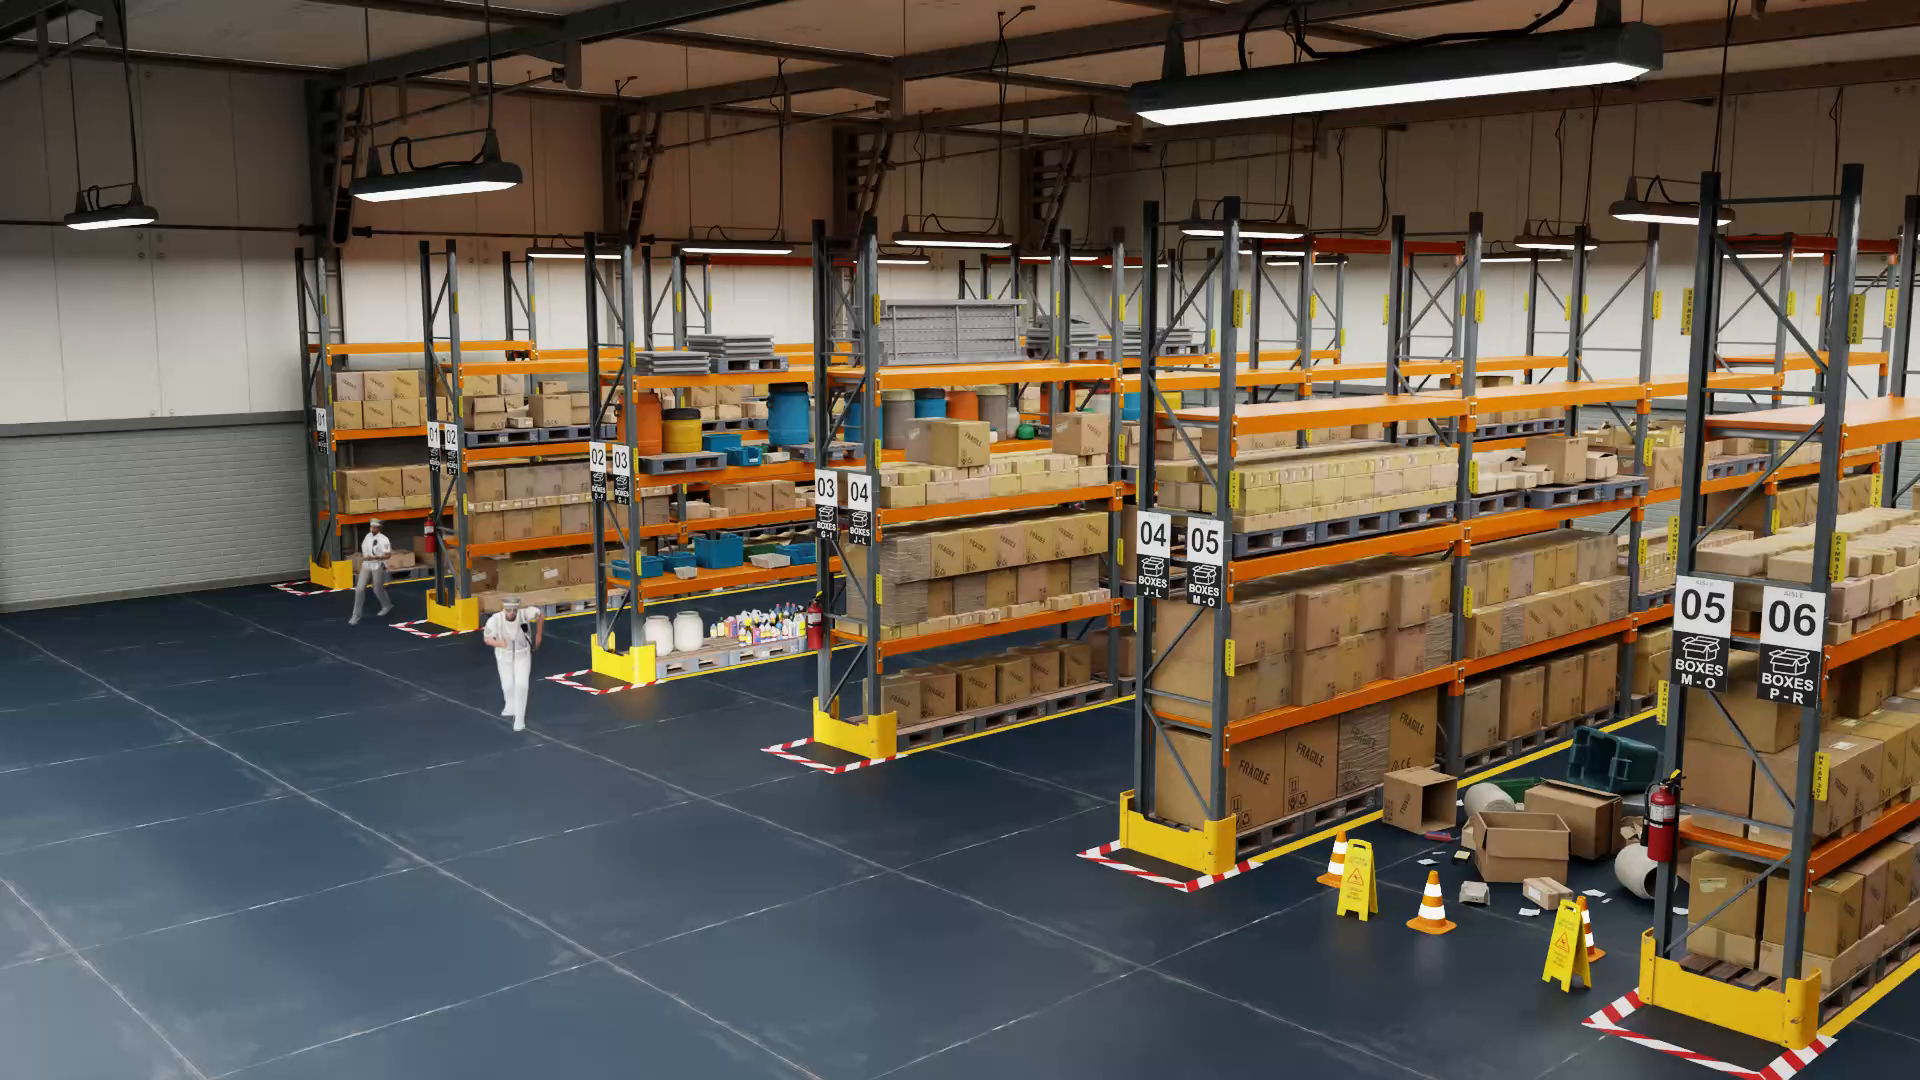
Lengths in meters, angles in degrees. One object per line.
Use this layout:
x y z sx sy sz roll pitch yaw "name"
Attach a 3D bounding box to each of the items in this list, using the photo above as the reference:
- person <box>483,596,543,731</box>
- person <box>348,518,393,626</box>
-5.375 1.456 20.071 0.703 1.706 1.027 -2 9 -16 "person"
-9.287 0.467 26.452 0.591 1.681 0.882 3 9 17 "person"
